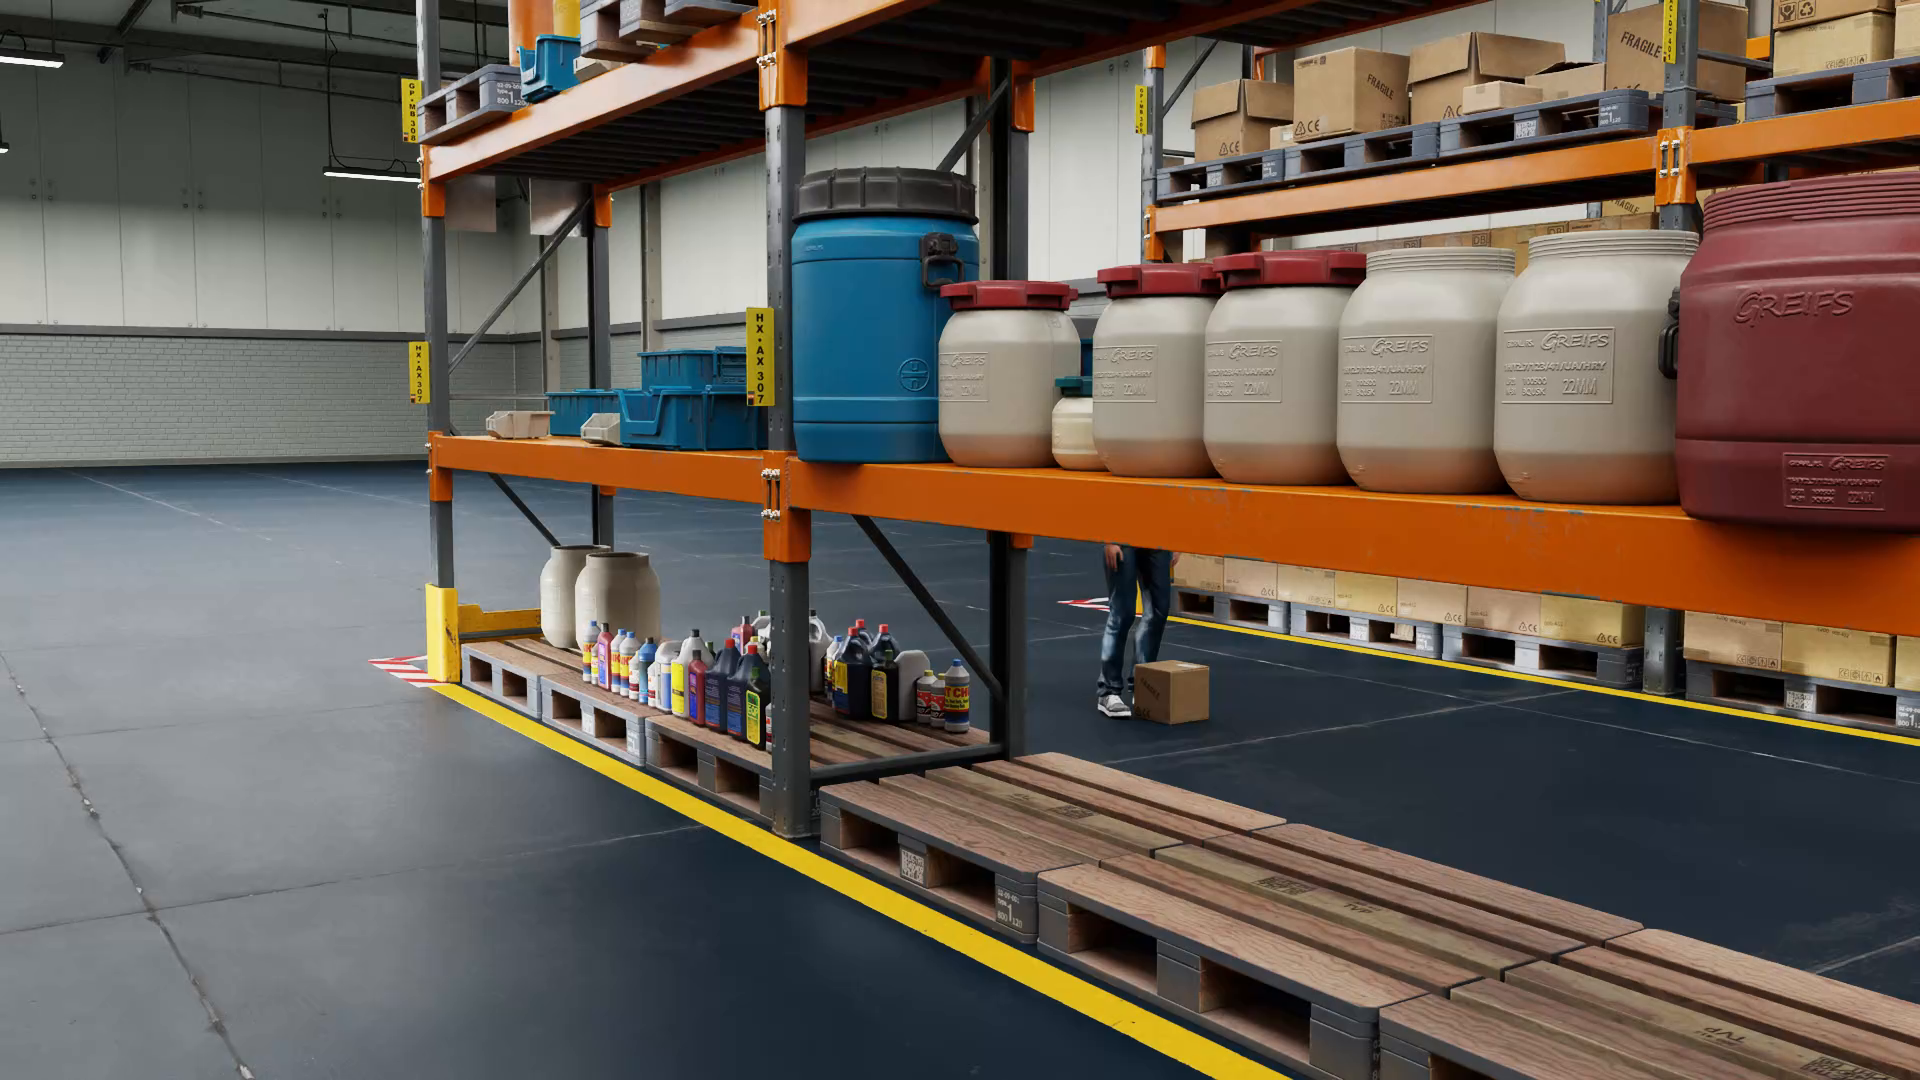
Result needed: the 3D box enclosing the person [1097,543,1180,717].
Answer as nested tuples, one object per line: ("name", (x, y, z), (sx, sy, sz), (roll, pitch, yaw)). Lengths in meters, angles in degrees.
("person", (0.858, 0.030, 7.955), (0.468, 1.593, 0.350), (-3, 6, -34))
